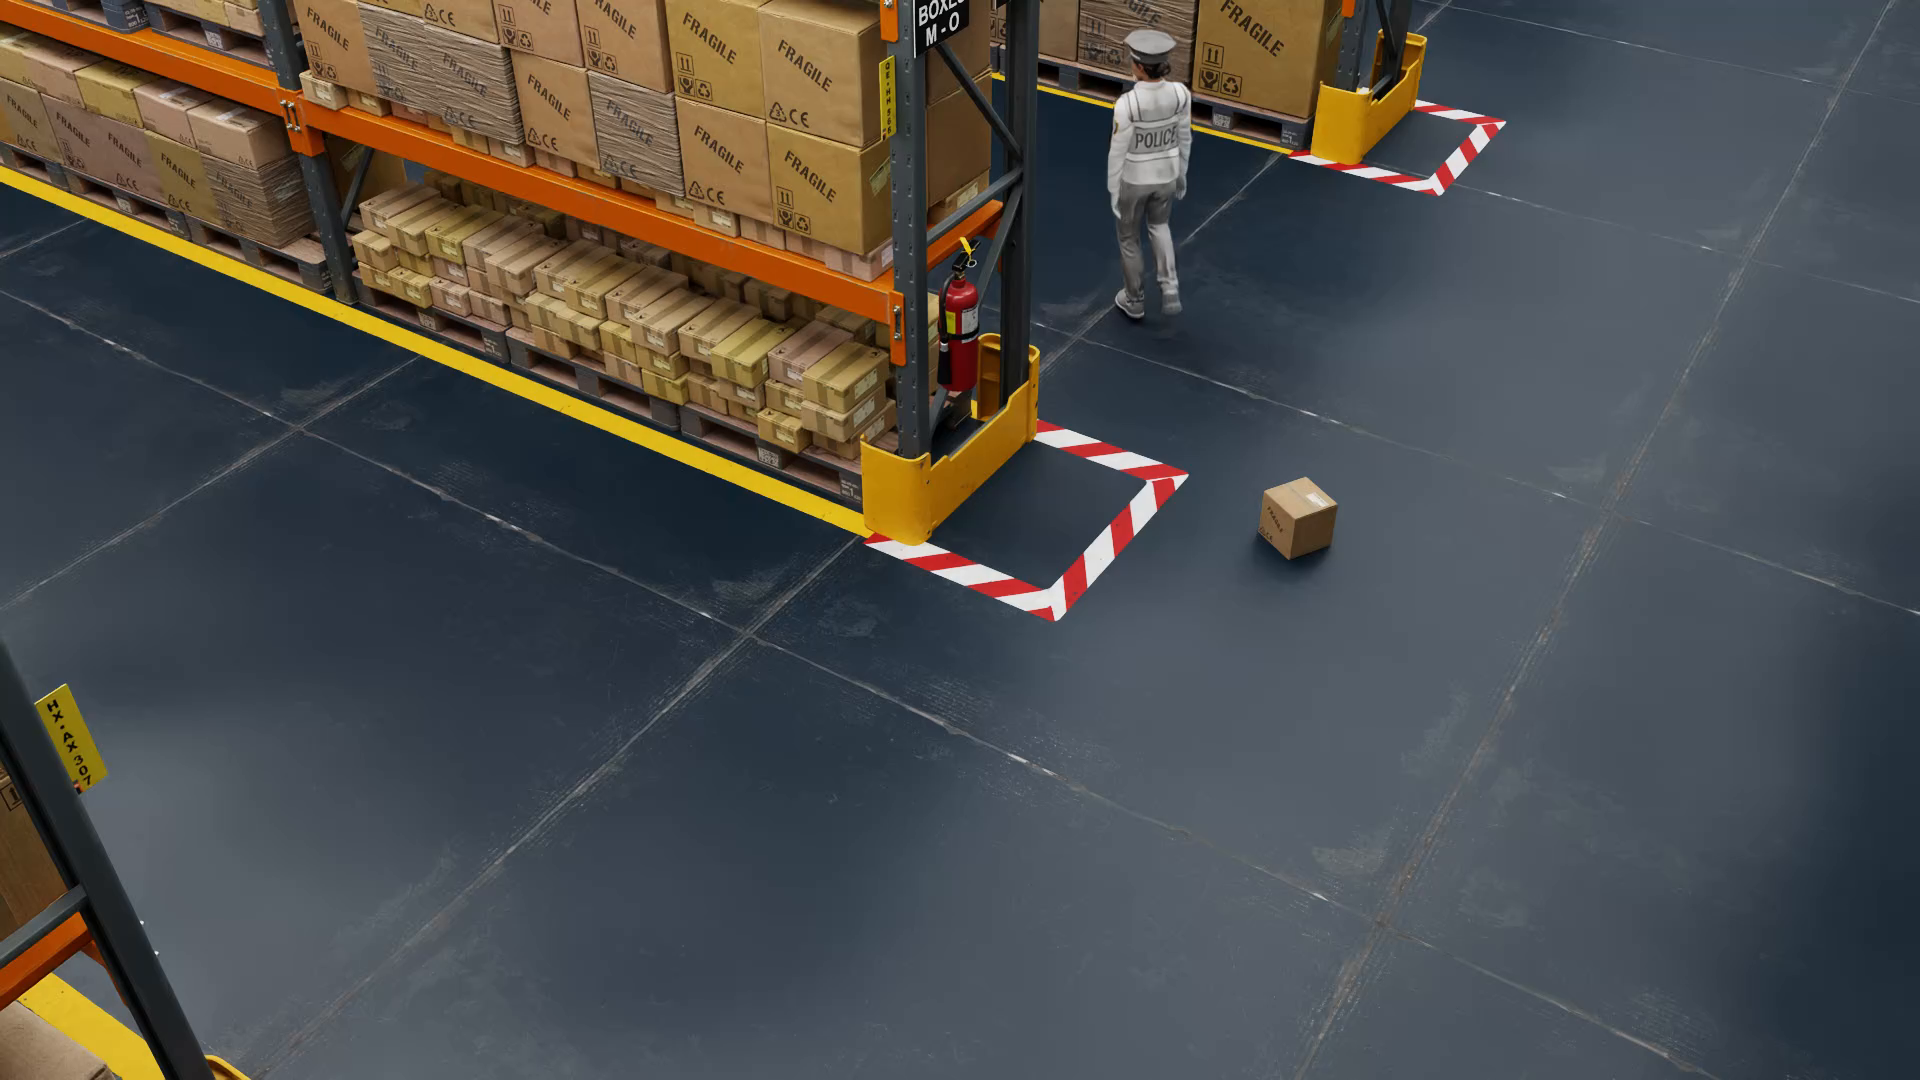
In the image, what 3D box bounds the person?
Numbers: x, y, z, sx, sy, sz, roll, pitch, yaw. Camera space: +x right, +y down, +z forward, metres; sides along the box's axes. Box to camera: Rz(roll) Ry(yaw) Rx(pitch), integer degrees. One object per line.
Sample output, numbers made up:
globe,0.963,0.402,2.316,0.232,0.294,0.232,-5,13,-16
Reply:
person,1.028,-1.935,9.059,0.504,1.658,0.482,-12,40,-14
